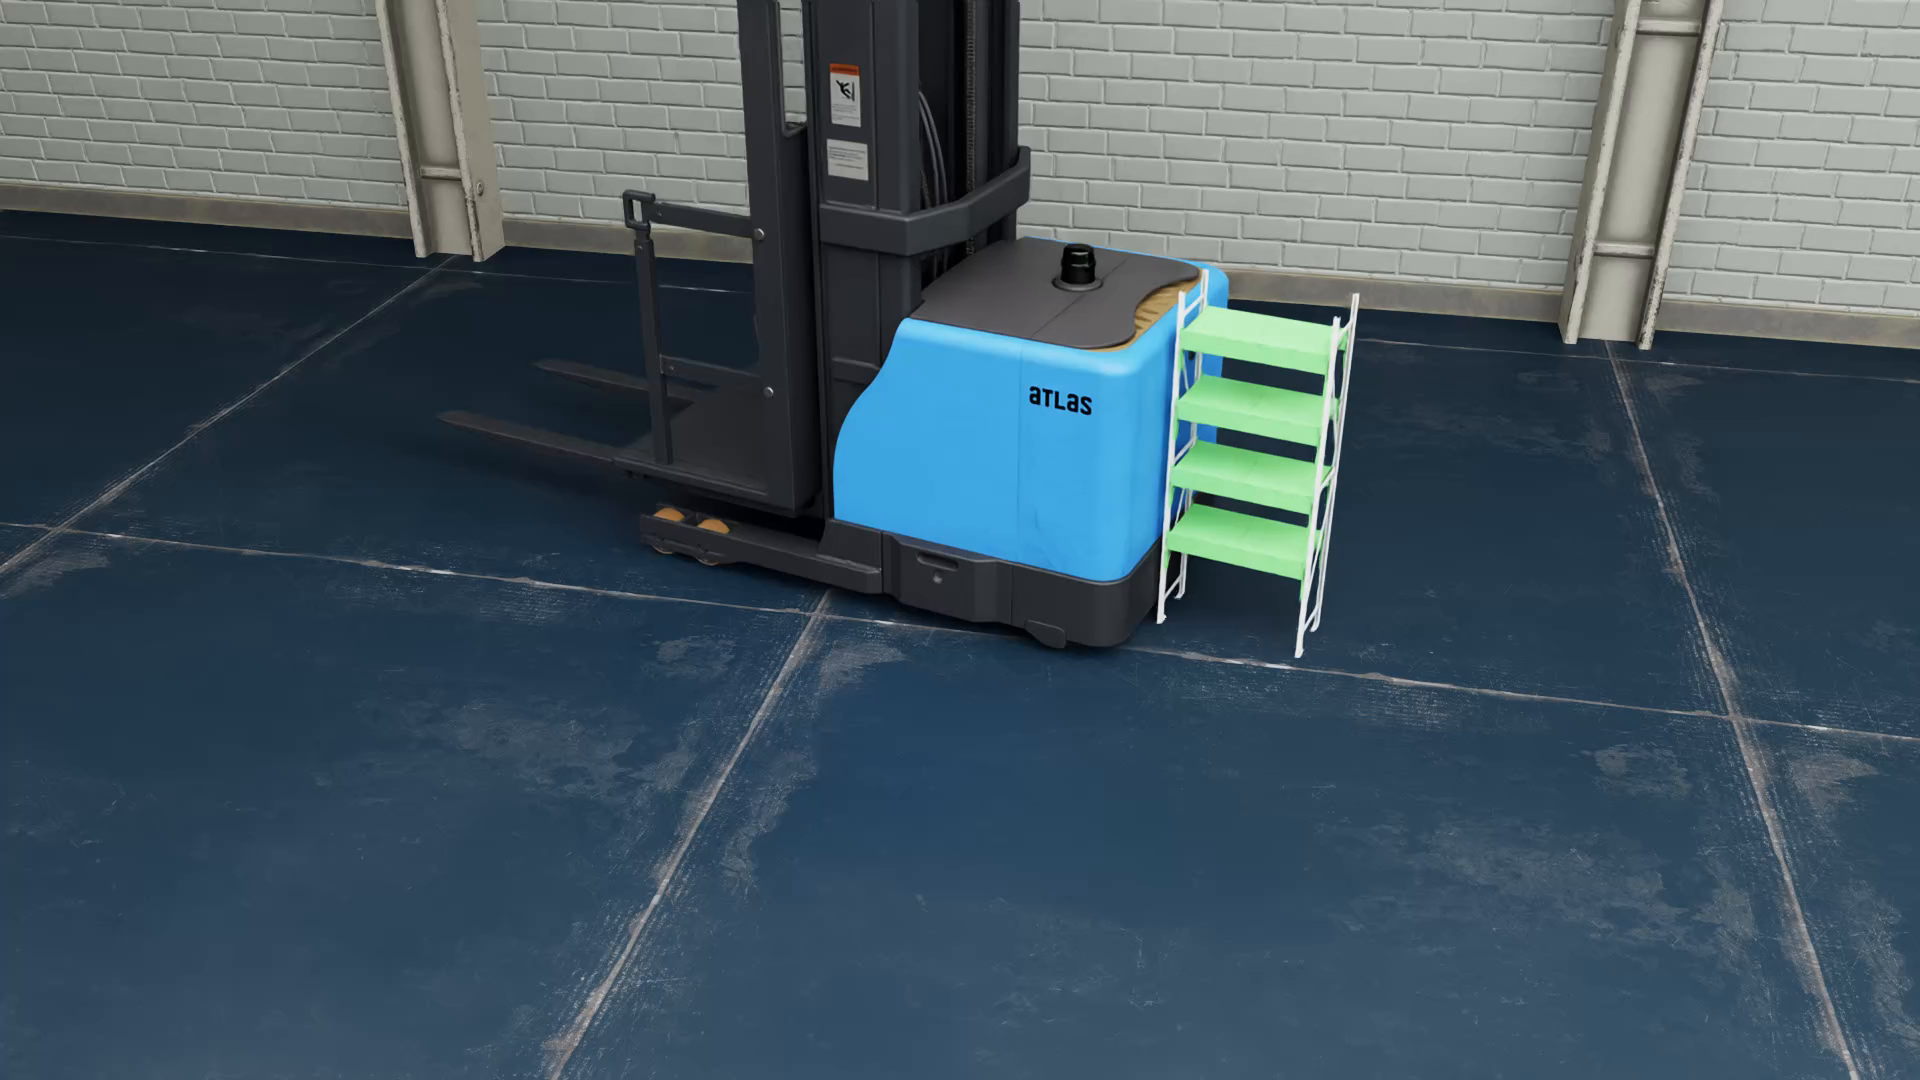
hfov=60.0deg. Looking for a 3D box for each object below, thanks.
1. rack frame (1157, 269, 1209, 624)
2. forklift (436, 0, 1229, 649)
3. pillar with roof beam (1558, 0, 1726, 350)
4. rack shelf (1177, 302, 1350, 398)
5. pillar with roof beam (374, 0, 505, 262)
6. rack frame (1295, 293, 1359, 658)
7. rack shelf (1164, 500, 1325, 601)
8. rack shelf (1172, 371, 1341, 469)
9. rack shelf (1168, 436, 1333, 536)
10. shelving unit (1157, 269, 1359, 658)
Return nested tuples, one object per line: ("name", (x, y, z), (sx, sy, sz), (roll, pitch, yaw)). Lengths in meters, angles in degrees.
("rack frame", (0.738, -0.290, 5.530), (0.015, 1.200, 0.240), (13, 31, 23))
("forklift", (-0.609, -1.404, 5.762), (3.031, 2.935, 1.130), (13, 31, 23))
("pillar with roof beam", (2.223, -2.922, 2.216), (0.400, 9.000, 9.100), (6, 29, 11))
("rack shelf", (0.957, -0.602, 5.234), (0.480, 0.148, 0.258), (13, 31, 23))
("pillar with roof beam", (-3.645, -3.524, 3.315), (0.400, 9.000, 9.100), (6, 29, 11))
("rack frame", (1.175, -0.185, 5.338), (0.015, 1.200, 0.240), (13, 31, 23))
("rack shelf", (0.957, 0.029, 5.580), (0.480, 0.148, 0.258), (13, 31, 23))
("rack shelf", (0.957, -0.392, 5.349), (0.480, 0.148, 0.258), (13, 31, 23))
("rack shelf", (0.957, -0.181, 5.465), (0.480, 0.148, 0.258), (13, 31, 23))
("shelving unit", (0.957, -0.237, 5.434), (0.503, 1.200, 0.258), (13, 31, 23))
